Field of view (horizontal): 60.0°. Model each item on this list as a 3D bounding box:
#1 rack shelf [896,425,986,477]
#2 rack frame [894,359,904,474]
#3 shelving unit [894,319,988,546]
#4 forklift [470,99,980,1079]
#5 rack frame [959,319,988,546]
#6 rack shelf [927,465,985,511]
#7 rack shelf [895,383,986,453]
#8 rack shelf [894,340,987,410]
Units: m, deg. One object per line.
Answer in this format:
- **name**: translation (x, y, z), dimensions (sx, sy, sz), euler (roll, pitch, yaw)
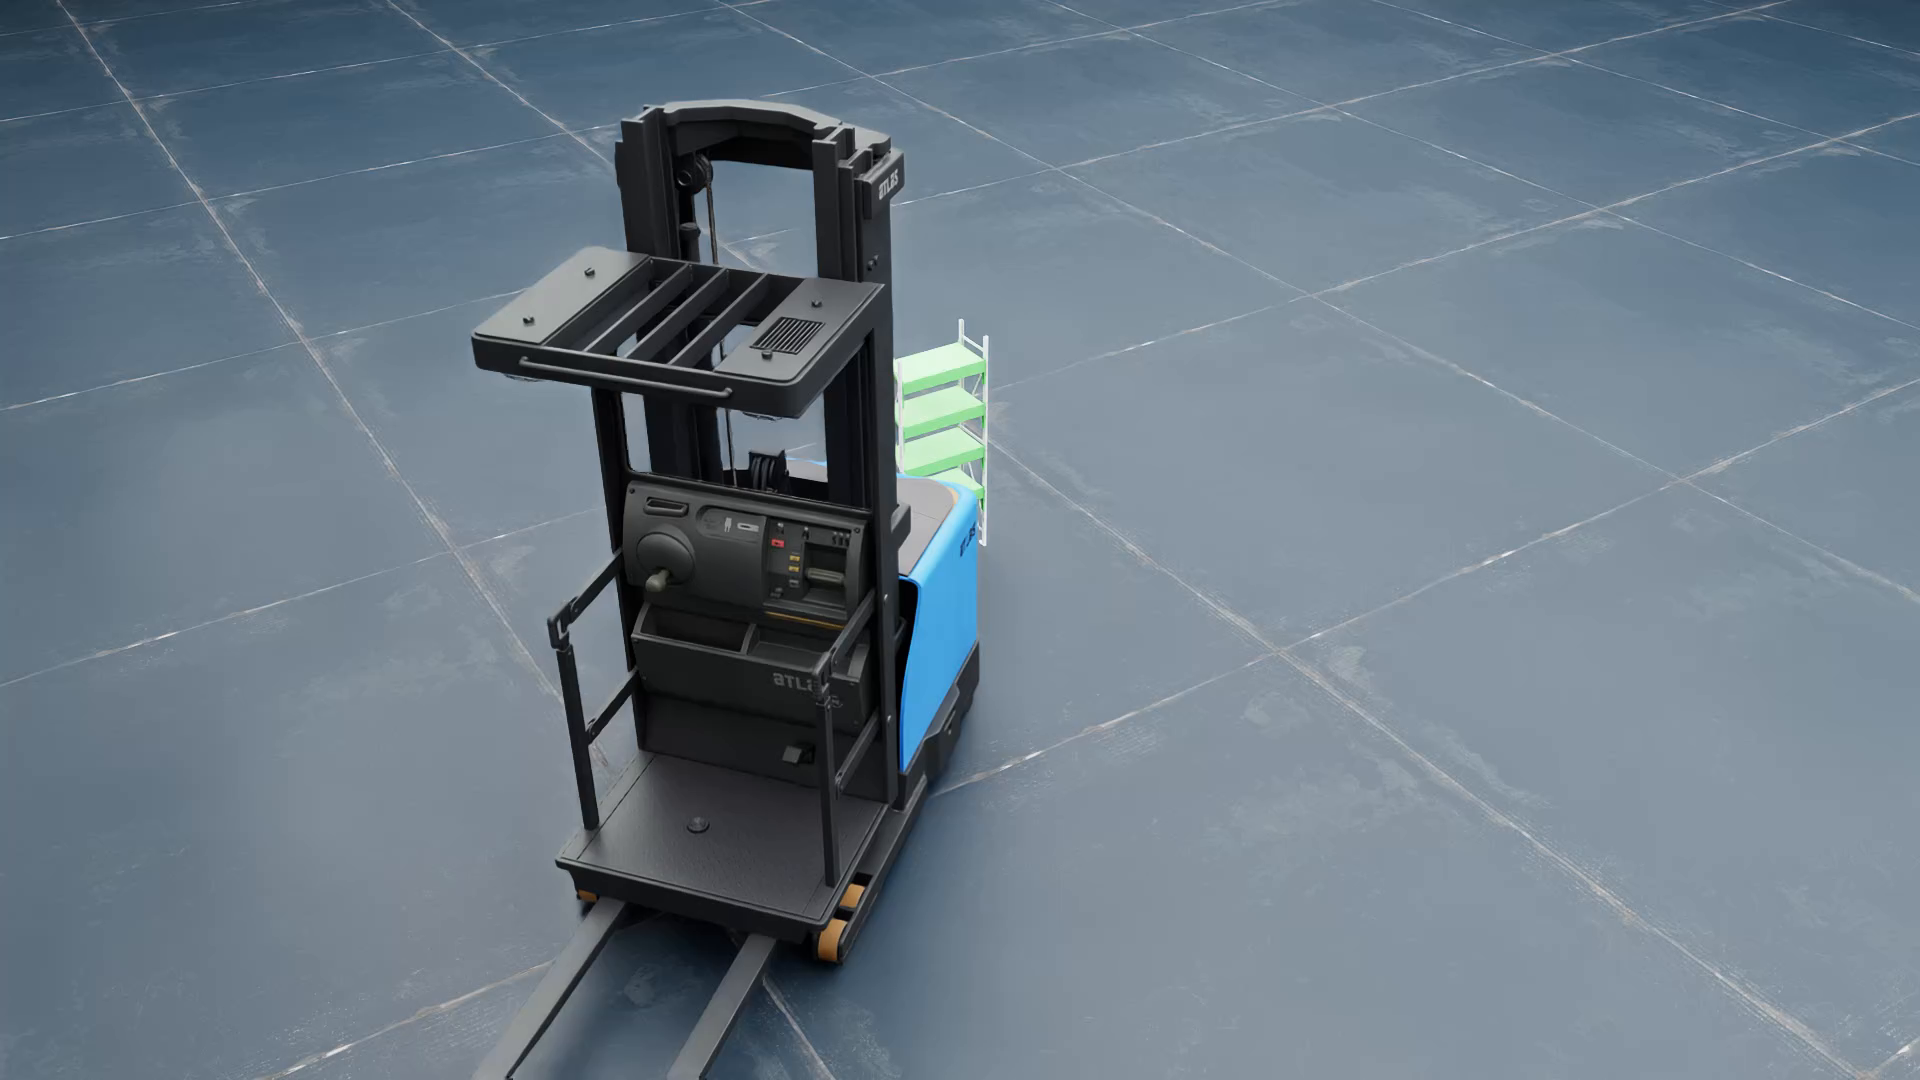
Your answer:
- **rack shelf**: translation (-0.139, -0.406, 8.388), dimensions (0.480, 0.148, 0.258), euler (-19, 37, -27)
- **rack frame**: translation (-0.344, -0.389, 8.242), dimensions (0.015, 1.200, 0.240), euler (-19, 37, -27)
- **shelving unit**: translation (-0.139, -0.460, 8.354), dimensions (0.503, 1.200, 0.258), euler (-19, 37, -27)
- **forklift**: translation (-0.853, 0.102, 5.841), dimensions (1.130, 2.935, 3.031), euler (10, 34, 15)
- **rack frame**: translation (0.066, -0.530, 8.466), dimensions (0.015, 1.200, 0.240), euler (-19, 37, -27)
- **rack shelf**: translation (-0.139, -0.203, 8.516), dimensions (0.480, 0.148, 0.258), euler (-19, 37, -27)
- **rack shelf**: translation (-0.139, -0.609, 8.260), dimensions (0.480, 0.148, 0.258), euler (-19, 37, -27)
- **rack shelf**: translation (-0.139, -0.812, 8.132), dimensions (0.480, 0.148, 0.258), euler (-19, 37, -27)
